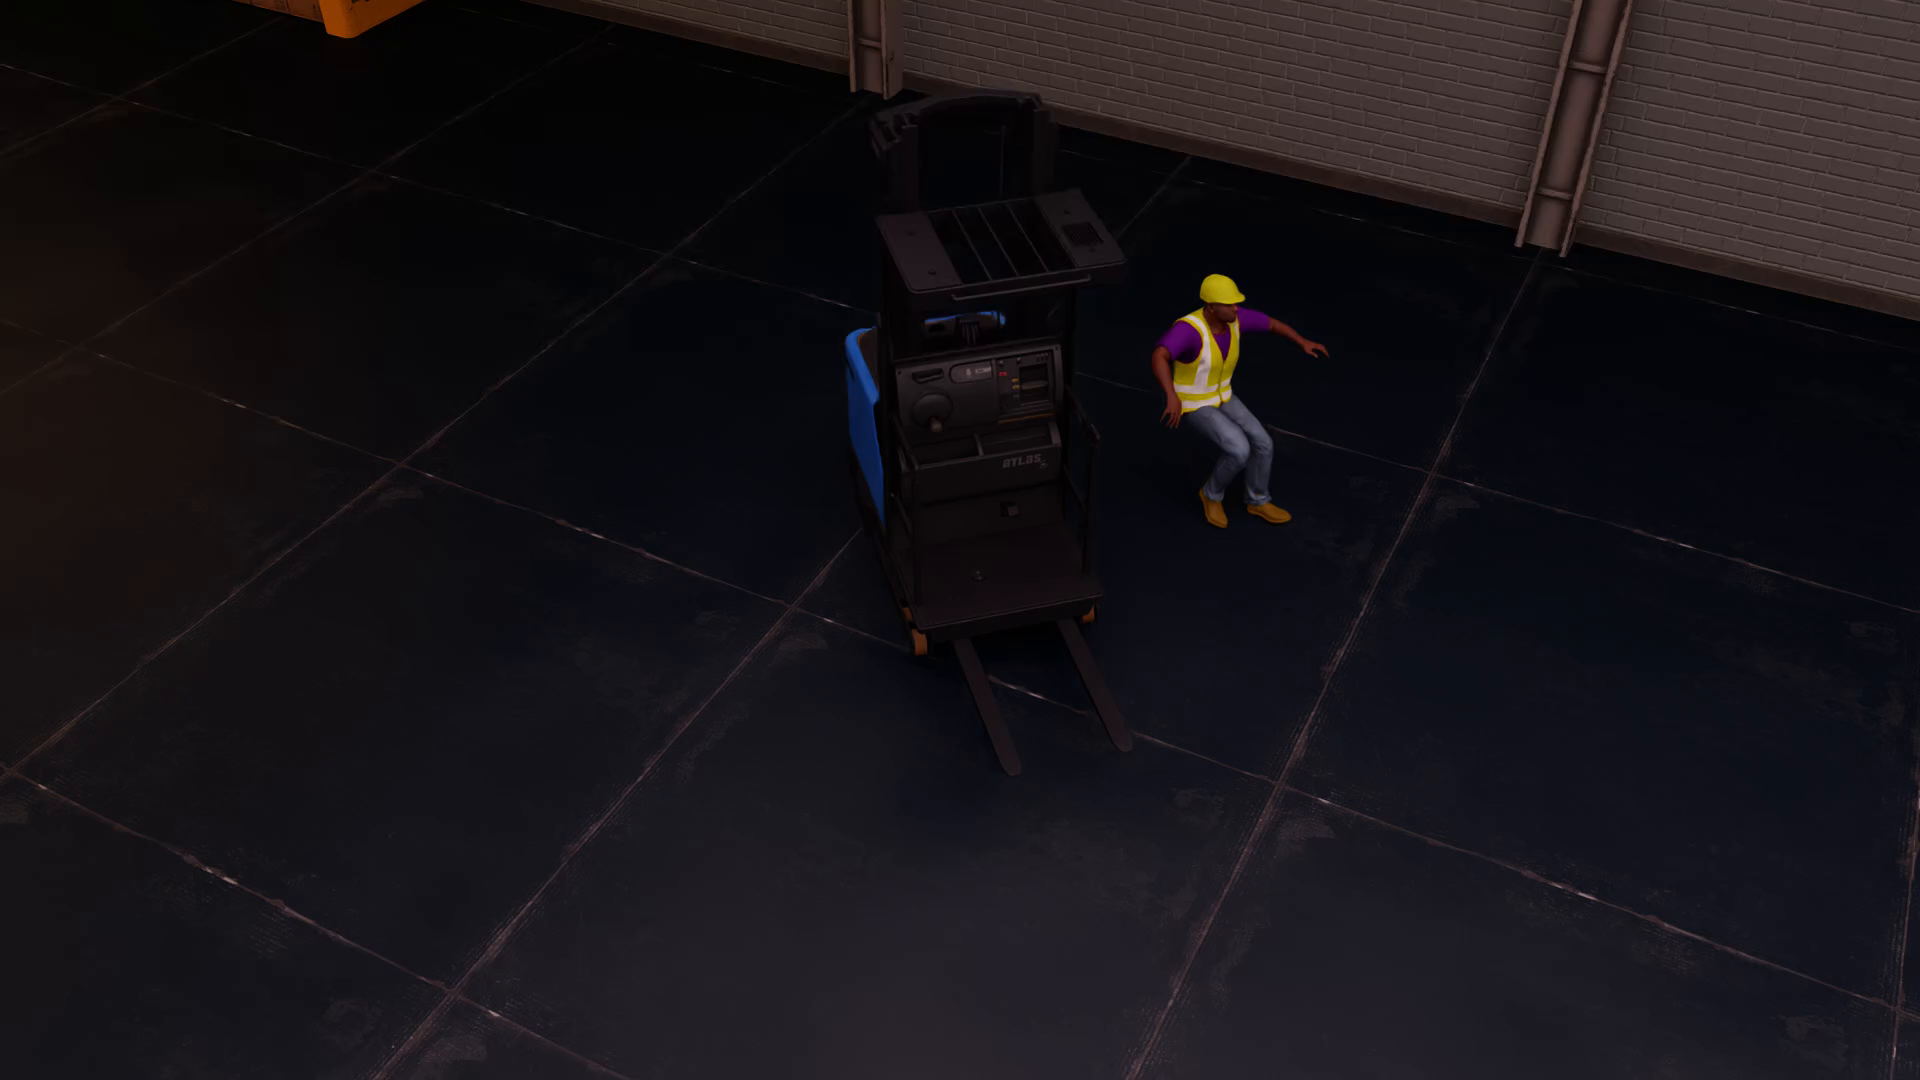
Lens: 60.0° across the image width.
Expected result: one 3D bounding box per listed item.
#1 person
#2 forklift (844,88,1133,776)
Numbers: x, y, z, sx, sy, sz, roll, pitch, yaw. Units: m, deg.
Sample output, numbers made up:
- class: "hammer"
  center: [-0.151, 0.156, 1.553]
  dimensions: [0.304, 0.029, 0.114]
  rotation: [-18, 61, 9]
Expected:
- class: "person"
  center: [1.649, -0.801, 10.033]
  dimensions: [0.892, 1.534, 1.126]
  rotation: [30, 48, 31]
- class: "forklift"
  center: [0.169, -0.743, 8.868]
  dimensions: [1.130, 2.935, 3.031]
  rotation: [-10, 41, -12]
